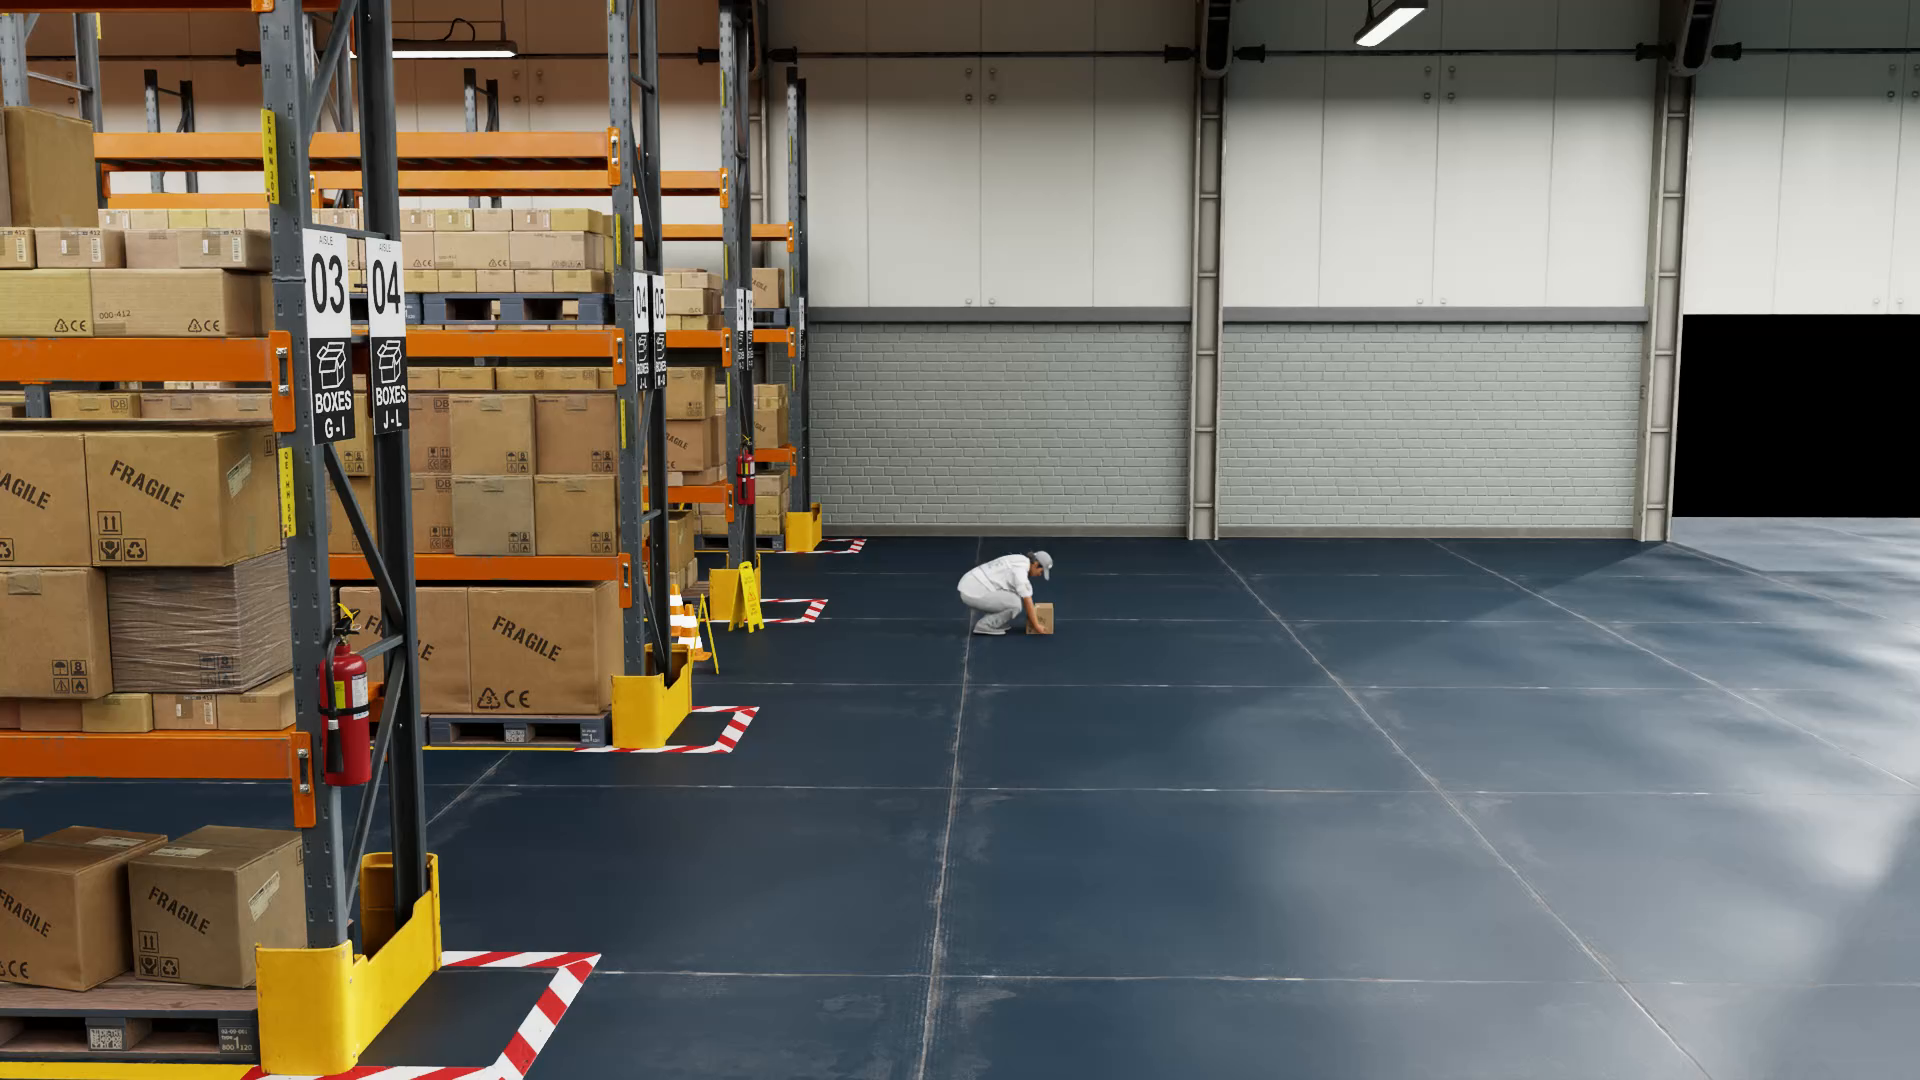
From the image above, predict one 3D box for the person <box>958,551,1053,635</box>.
[{"bbox_3d":[0.435,0.511,15.538,0.860,0.808,0.514,0,7,1],"label":"person"}]
